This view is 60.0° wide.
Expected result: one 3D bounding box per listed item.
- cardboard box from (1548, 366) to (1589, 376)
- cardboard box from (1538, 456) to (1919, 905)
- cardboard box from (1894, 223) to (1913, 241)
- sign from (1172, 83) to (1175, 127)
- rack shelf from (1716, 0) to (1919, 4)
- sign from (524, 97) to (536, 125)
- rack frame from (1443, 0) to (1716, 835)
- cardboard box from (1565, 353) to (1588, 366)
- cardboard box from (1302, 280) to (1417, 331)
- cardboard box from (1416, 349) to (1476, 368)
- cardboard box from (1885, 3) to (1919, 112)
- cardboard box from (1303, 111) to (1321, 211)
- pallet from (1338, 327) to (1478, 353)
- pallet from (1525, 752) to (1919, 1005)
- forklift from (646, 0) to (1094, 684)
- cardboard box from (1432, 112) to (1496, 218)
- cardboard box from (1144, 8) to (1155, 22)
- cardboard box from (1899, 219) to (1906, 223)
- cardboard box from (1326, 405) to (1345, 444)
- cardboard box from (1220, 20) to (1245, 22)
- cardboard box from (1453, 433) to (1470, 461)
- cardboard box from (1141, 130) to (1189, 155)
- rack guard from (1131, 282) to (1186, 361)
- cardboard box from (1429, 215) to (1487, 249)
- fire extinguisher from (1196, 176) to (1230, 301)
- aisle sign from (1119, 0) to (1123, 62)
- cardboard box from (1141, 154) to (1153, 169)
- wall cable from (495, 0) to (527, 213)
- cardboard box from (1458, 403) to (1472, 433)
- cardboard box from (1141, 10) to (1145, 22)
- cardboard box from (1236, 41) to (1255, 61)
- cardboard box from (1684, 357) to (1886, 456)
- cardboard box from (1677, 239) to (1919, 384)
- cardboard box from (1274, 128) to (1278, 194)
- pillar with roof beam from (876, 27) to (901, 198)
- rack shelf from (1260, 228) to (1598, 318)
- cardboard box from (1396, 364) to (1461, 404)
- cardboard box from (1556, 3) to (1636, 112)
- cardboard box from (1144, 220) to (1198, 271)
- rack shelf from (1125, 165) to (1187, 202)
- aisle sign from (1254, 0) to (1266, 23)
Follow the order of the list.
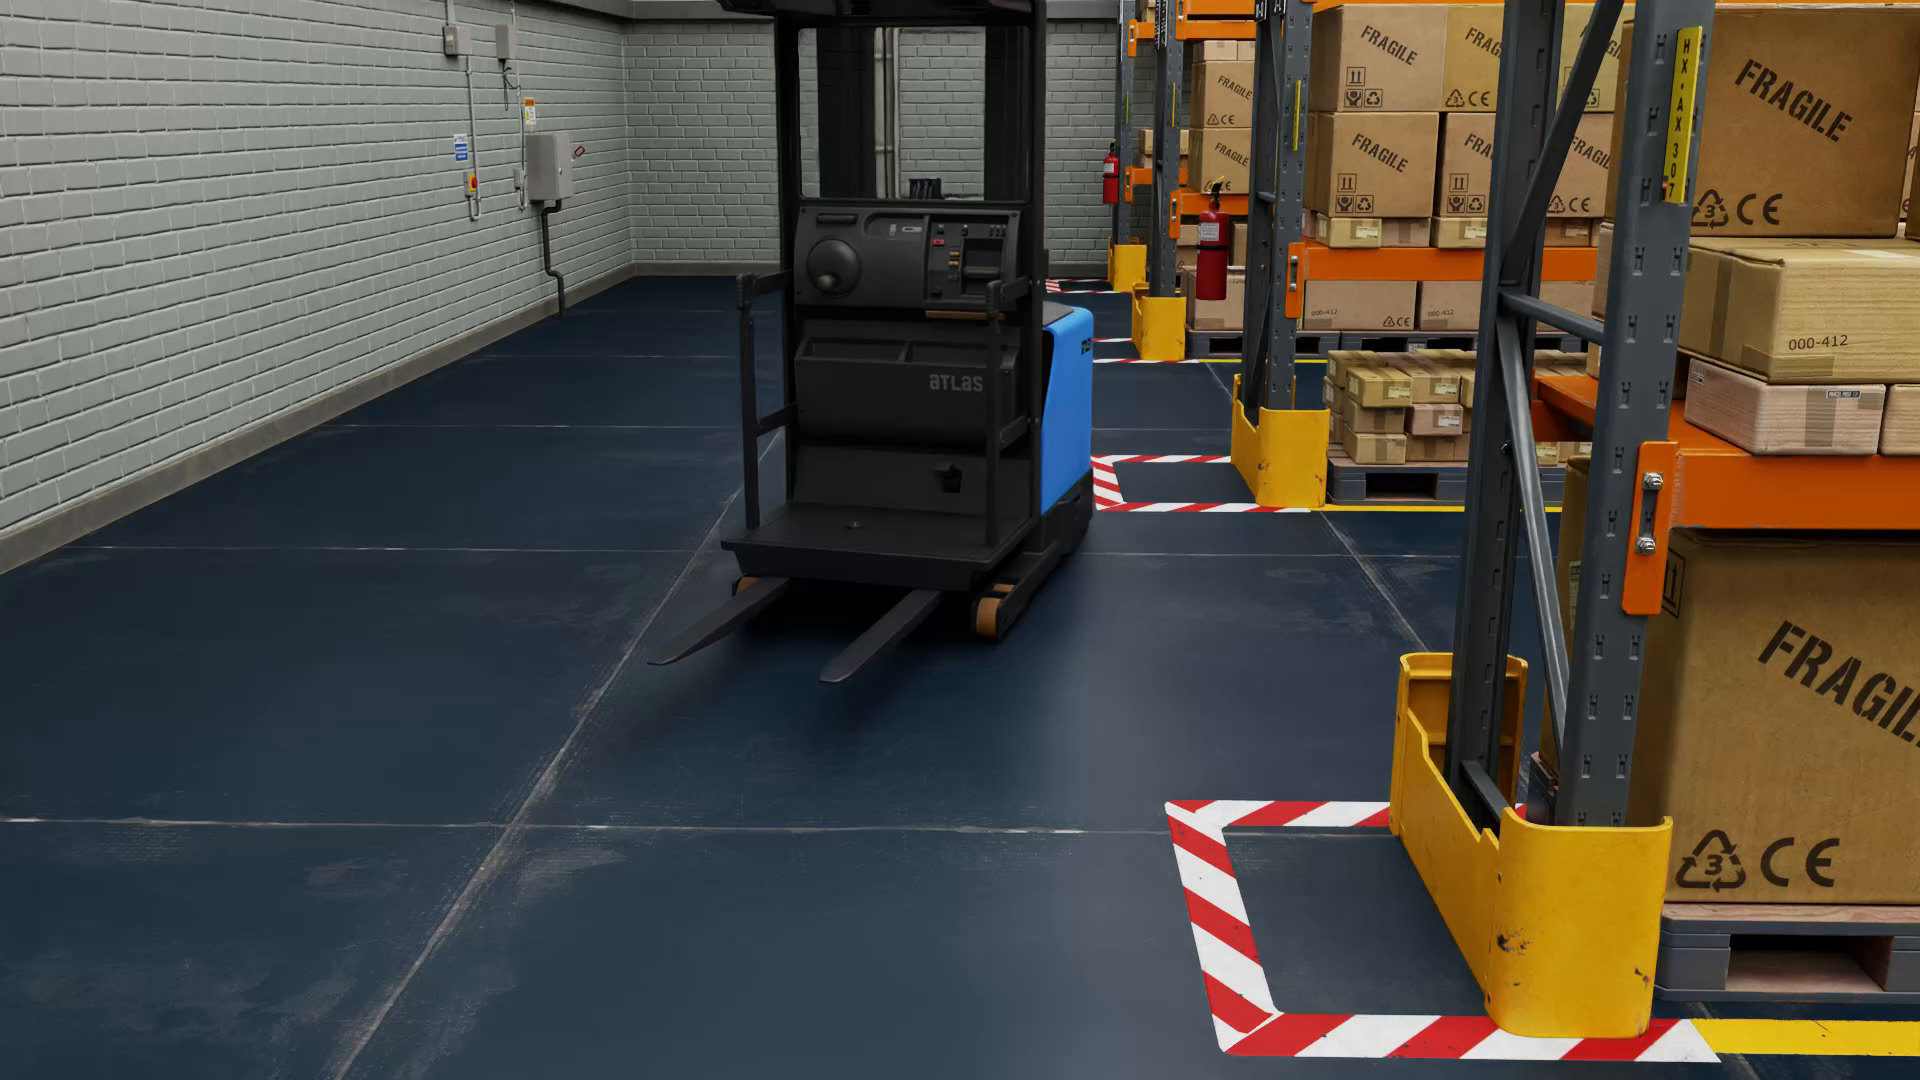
[{"bbox_3d":[3.203,-0.796,8.575,0.250,0.149,0.380,1,15,4],"label":"cardboard box"},{"bbox_3d":[2.048,0.309,4.132,0.875,0.875,0.875,0,15,1],"label":"cardboard box"},{"bbox_3d":[2.404,-0.632,4.065,0.500,0.250,0.500,0,15,0],"label":"cardboard box"},{"bbox_3d":[1.639,-3.342,12.775,0.005,0.325,0.100,0,15,1],"label":"sign"},{"bbox_3d":[7.657,-4.090,12.993,4.000,0.370,1.077,0,15,1],"label":"rack shelf"},{"bbox_3d":[-3.987,-3.979,15.421,0.001,0.242,0.339,0,15,1],"label":"sign"},{"bbox_3d":[1.406,-0.499,3.853,0.127,3.000,1.000,0,15,1],"label":"rack frame"},{"bbox_3d":[3.469,-0.916,9.031,0.250,0.149,0.380,0,15,0],"label":"cardboard box"},{"bbox_3d":[3.236,-2.008,13.771,0.875,0.438,0.875,1,15,3],"label":"cardboard box"},{"bbox_3d":[2.681,-0.951,9.165,0.250,0.149,0.380,0,15,0],"label":"cardboard box"},{"bbox_3d":[4.638,-2.349,8.125,0.500,0.500,0.500,0,15,0],"label":"cardboard box"},{"bbox_3d":[2.089,-2.018,8.831,0.500,0.500,0.500,1,15,3],"label":"cardboard box"},{"bbox_3d":[3.677,-1.684,13.810,1.213,0.211,1.003,0,15,1],"label":"pallet"},{"bbox_3d":[2.207,0.834,4.264,1.213,0.211,1.003,0,15,1],"label":"pallet"},{"bbox_3d":[-0.275,-1.146,6.438,1.130,2.935,3.031,4,15,16],"label":"forklift"},{"bbox_3d":[2.611,-1.885,8.327,0.500,0.500,0.500,0,15,2],"label":"cardboard box"},{"bbox_3d":[2.095,-5.560,17.646,0.250,0.149,0.380,1,15,3],"label":"cardboard box"},{"bbox_3d":[4.559,-1.568,8.397,0.250,0.149,0.380,0,15,0],"label":"cardboard box"},{"bbox_3d":[2.165,-0.638,9.143,0.250,0.149,0.380,1,15,2],"label":"cardboard box"},{"bbox_3d":[2.860,-5.531,17.537,0.250,0.149,0.380,1,15,3],"label":"cardboard box"},{"bbox_3d":[2.661,-0.522,8.705,0.250,0.149,0.380,1,15,2],"label":"cardboard box"},{"bbox_3d":[2.229,-4.292,17.939,0.500,0.250,0.500,0,15,2],"label":"cardboard box"},{"bbox_3d":[1.635,-1.818,13.751,0.348,0.500,1.175,0,15,1],"label":"rack guard"},{"bbox_3d":[2.472,-1.550,8.327,0.250,0.149,0.380,0,15,0],"label":"cardboard box"},{"bbox_3d":[1.394,-1.665,9.154,0.183,0.674,0.296,0,15,1],"label":"fire extinguisher"},{"bbox_3d":[1.706,-5.475,17.616,0.004,0.787,0.394,0,15,1],"label":"aisle sign"},{"bbox_3d":[2.104,-4.099,17.988,0.250,0.149,0.380,0,15,1],"label":"cardboard box"},{"bbox_3d":[-3.954,-3.910,14.790,0.122,1.984,0.588,0,15,1],"label":"wall cable"},{"bbox_3d":[2.670,-0.668,8.674,0.250,0.149,0.380,1,15,2],"label":"cardboard box"},{"bbox_3d":[2.108,-5.678,18.095,0.250,0.149,0.380,1,15,3],"label":"cardboard box"},{"bbox_3d":[2.271,-3.816,12.995,0.250,0.149,0.380,1,15,3],"label":"cardboard box"},{"bbox_3d":[1.752,-0.291,3.557,0.250,0.149,0.380,1,15,2],"label":"cardboard box"},{"bbox_3d":[1.879,-0.499,3.561,0.500,0.250,0.500,0,15,0],"label":"cardboard box"},{"bbox_3d":[2.638,-3.002,13.144,0.500,0.500,0.500,0,15,1],"label":"cardboard box"},{"bbox_3d":[-1.000,-6.343,14.241,0.400,9.000,9.100,0,15,1],"label":"pillar with roof beam"},{"bbox_3d":[3.633,-1.403,8.687,4.000,0.370,1.077,0,15,1],"label":"rack shelf"},{"bbox_3d":[2.427,-0.815,8.647,0.250,0.149,0.380,1,15,2],"label":"cardboard box"},{"bbox_3d":[3.100,-2.358,8.158,0.500,0.500,0.500,0,15,0],"label":"cardboard box"},{"bbox_3d":[2.391,-3.260,18.388,0.637,0.503,0.797,0,15,-1],"label":"cardboard box"},{"bbox_3d":[3.781,-3.932,18.272,4.000,0.370,1.077,0,15,1],"label":"rack shelf"},{"bbox_3d":[1.568,-3.098,8.605,0.004,0.787,0.394,0,15,1],"label":"aisle sign"}]
